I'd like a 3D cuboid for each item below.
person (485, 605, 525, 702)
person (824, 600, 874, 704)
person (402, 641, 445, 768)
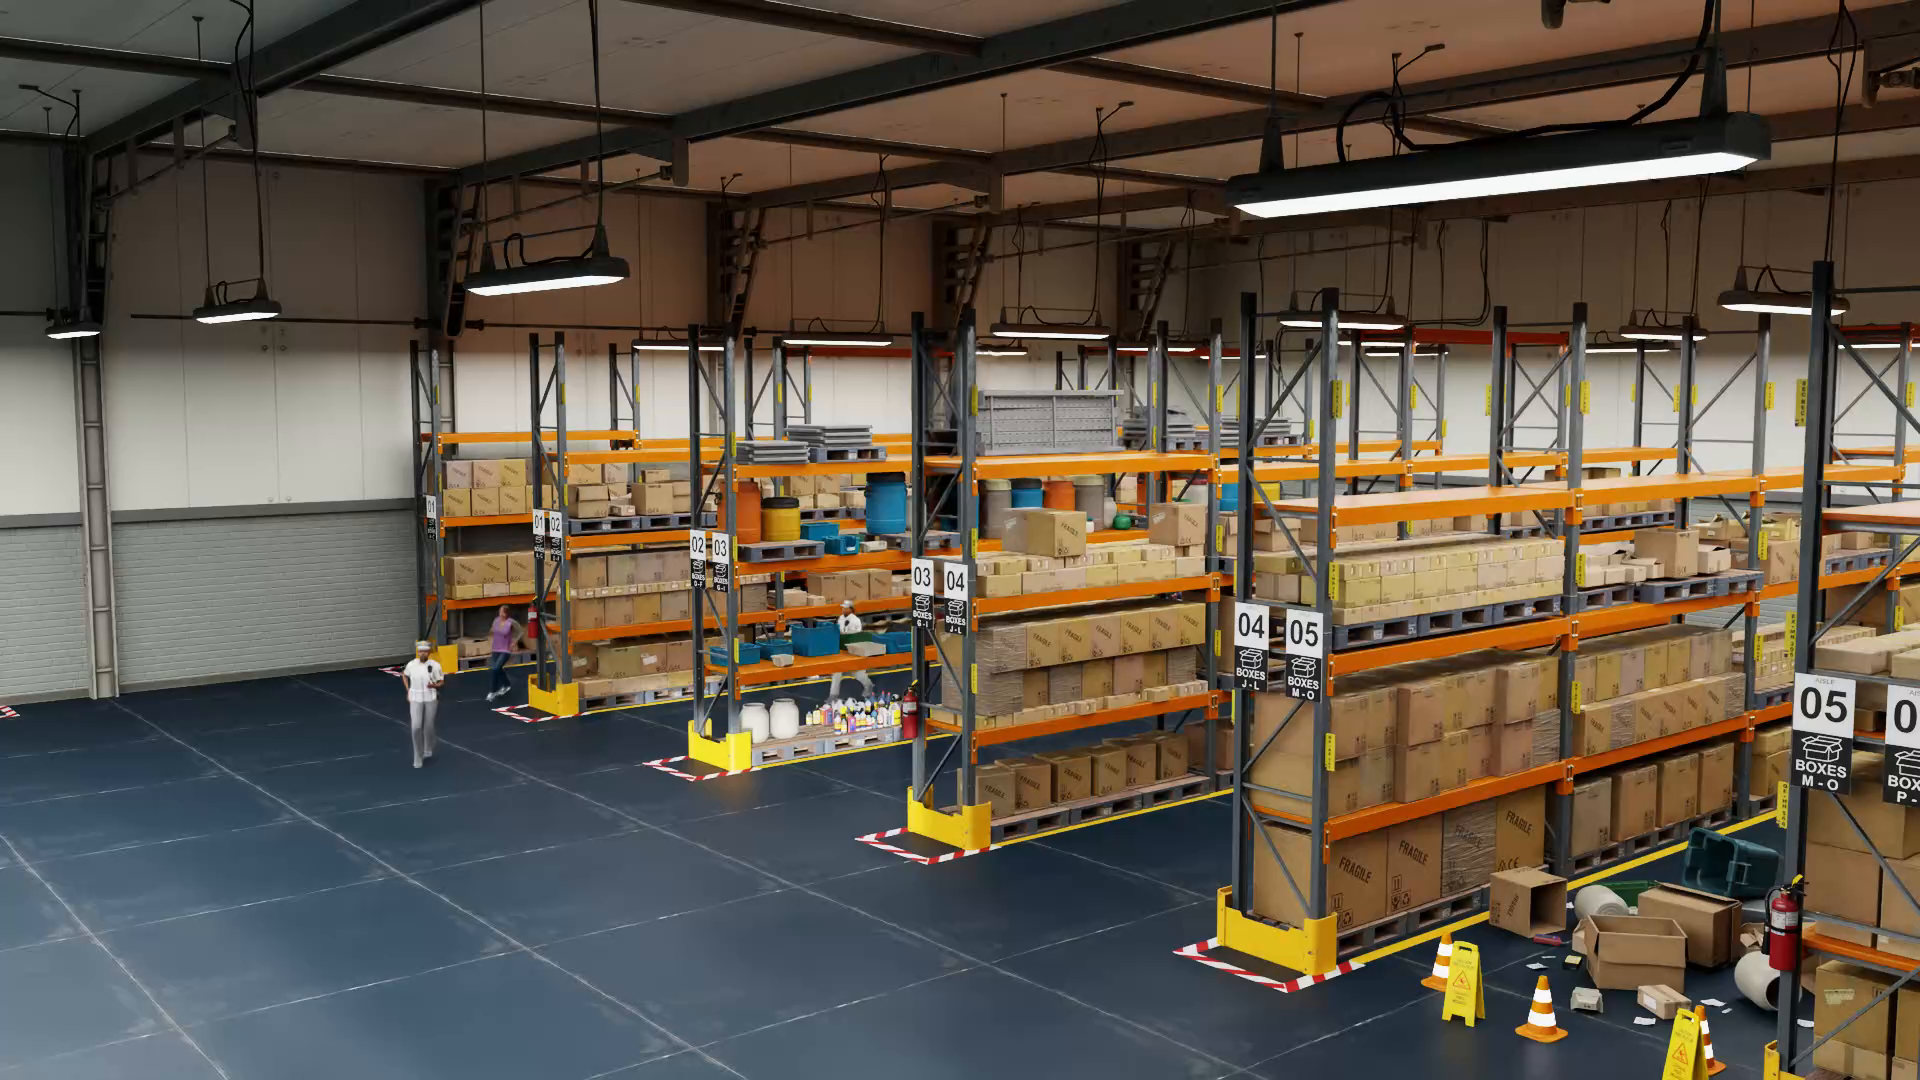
[{"bbox_3d":[-7.499,1.855,27.382,0.562,1.610,0.675,3,6,25],"label":"person"},{"bbox_3d":[-1.837,1.805,27.132,0.603,1.659,0.907,5,7,41],"label":"person"},{"bbox_3d":[-7.321,2.234,22.719,0.554,1.752,0.733,-2,6,-17],"label":"person"}]
